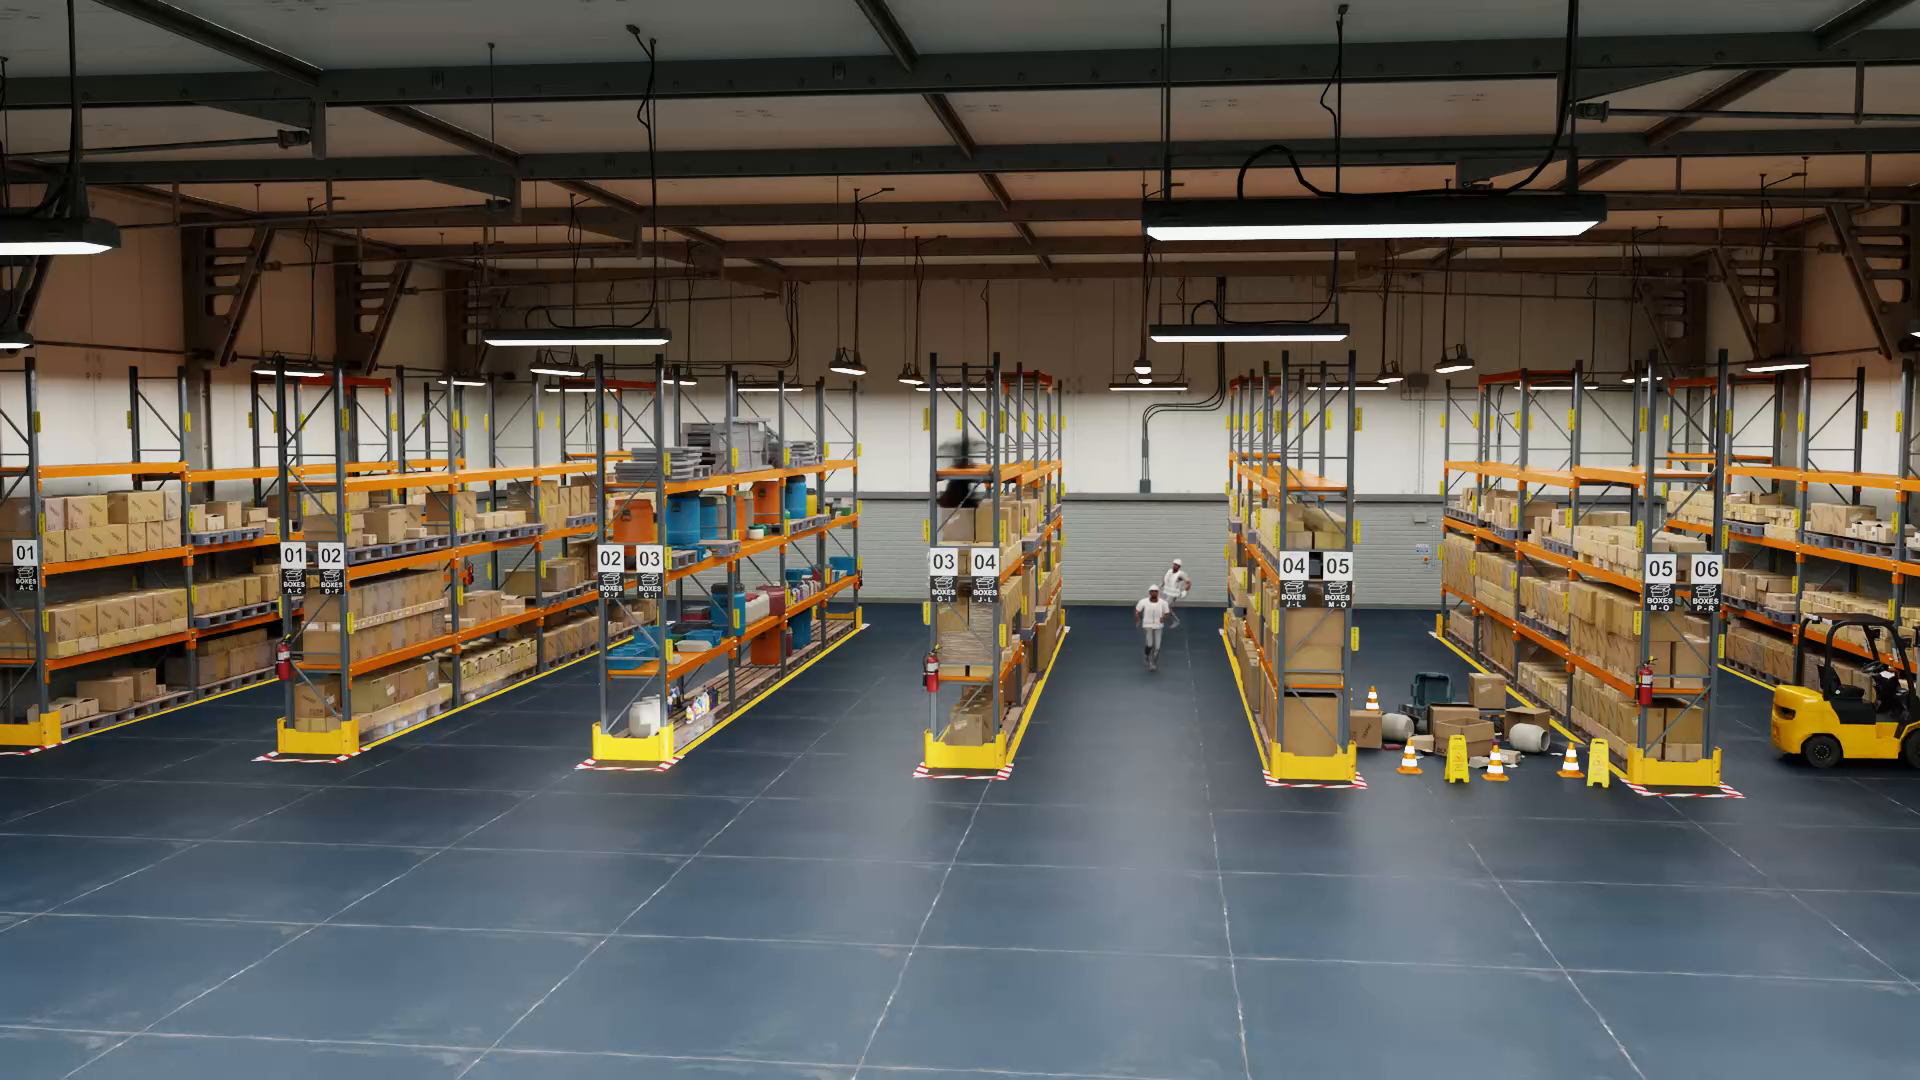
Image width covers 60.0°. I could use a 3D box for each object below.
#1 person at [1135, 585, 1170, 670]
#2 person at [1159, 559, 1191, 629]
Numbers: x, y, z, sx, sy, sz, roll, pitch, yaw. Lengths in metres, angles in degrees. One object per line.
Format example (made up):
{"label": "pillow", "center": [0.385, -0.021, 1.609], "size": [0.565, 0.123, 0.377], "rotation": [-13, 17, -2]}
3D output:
{"label": "person", "center": [3.891, 1.764, 33.486], "size": [0.690, 1.721, 0.597], "rotation": [0, 4, -2]}
{"label": "person", "center": [4.971, 1.310, 39.535], "size": [0.964, 1.726, 0.739], "rotation": [-2, 5, -28]}
